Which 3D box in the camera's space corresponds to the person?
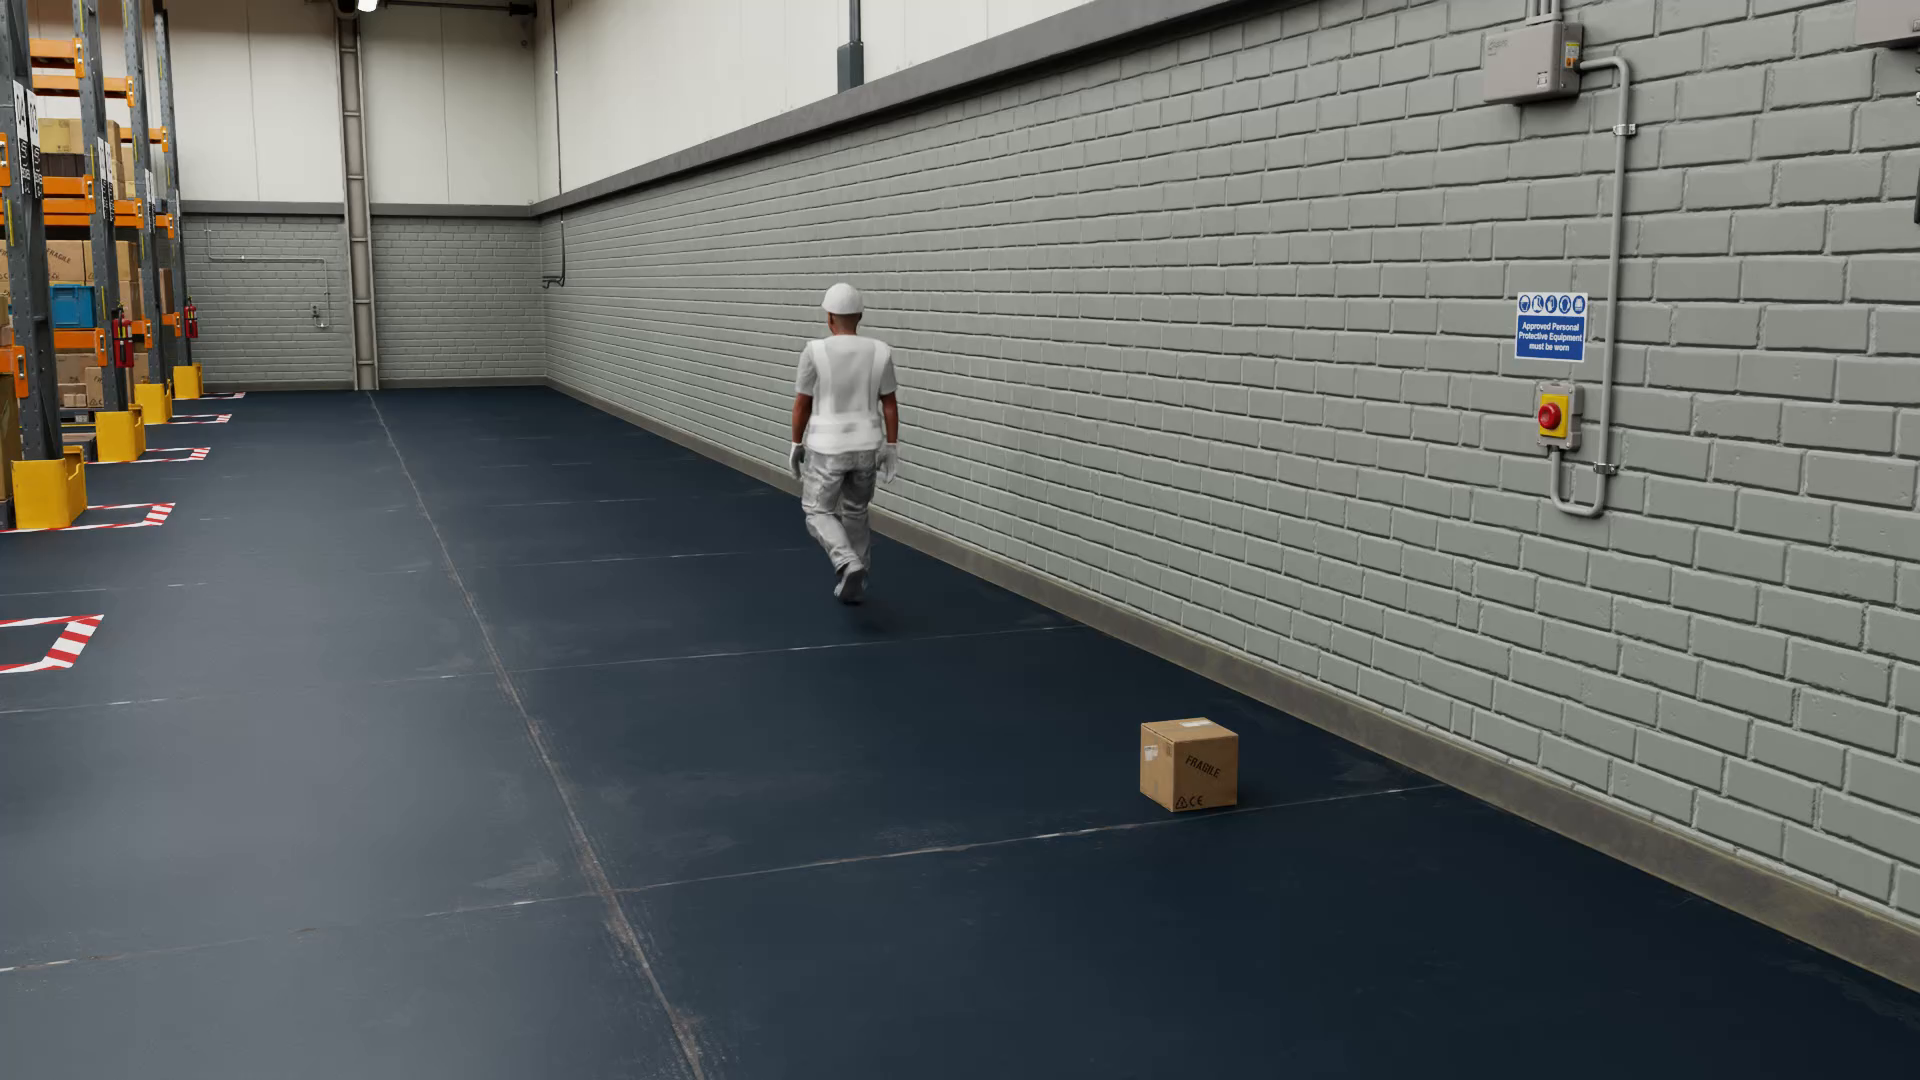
[{"bbox_3d":[-0.622,-0.502,9.007,0.569,1.761,0.812,-4,10,-25],"label":"person"}]
